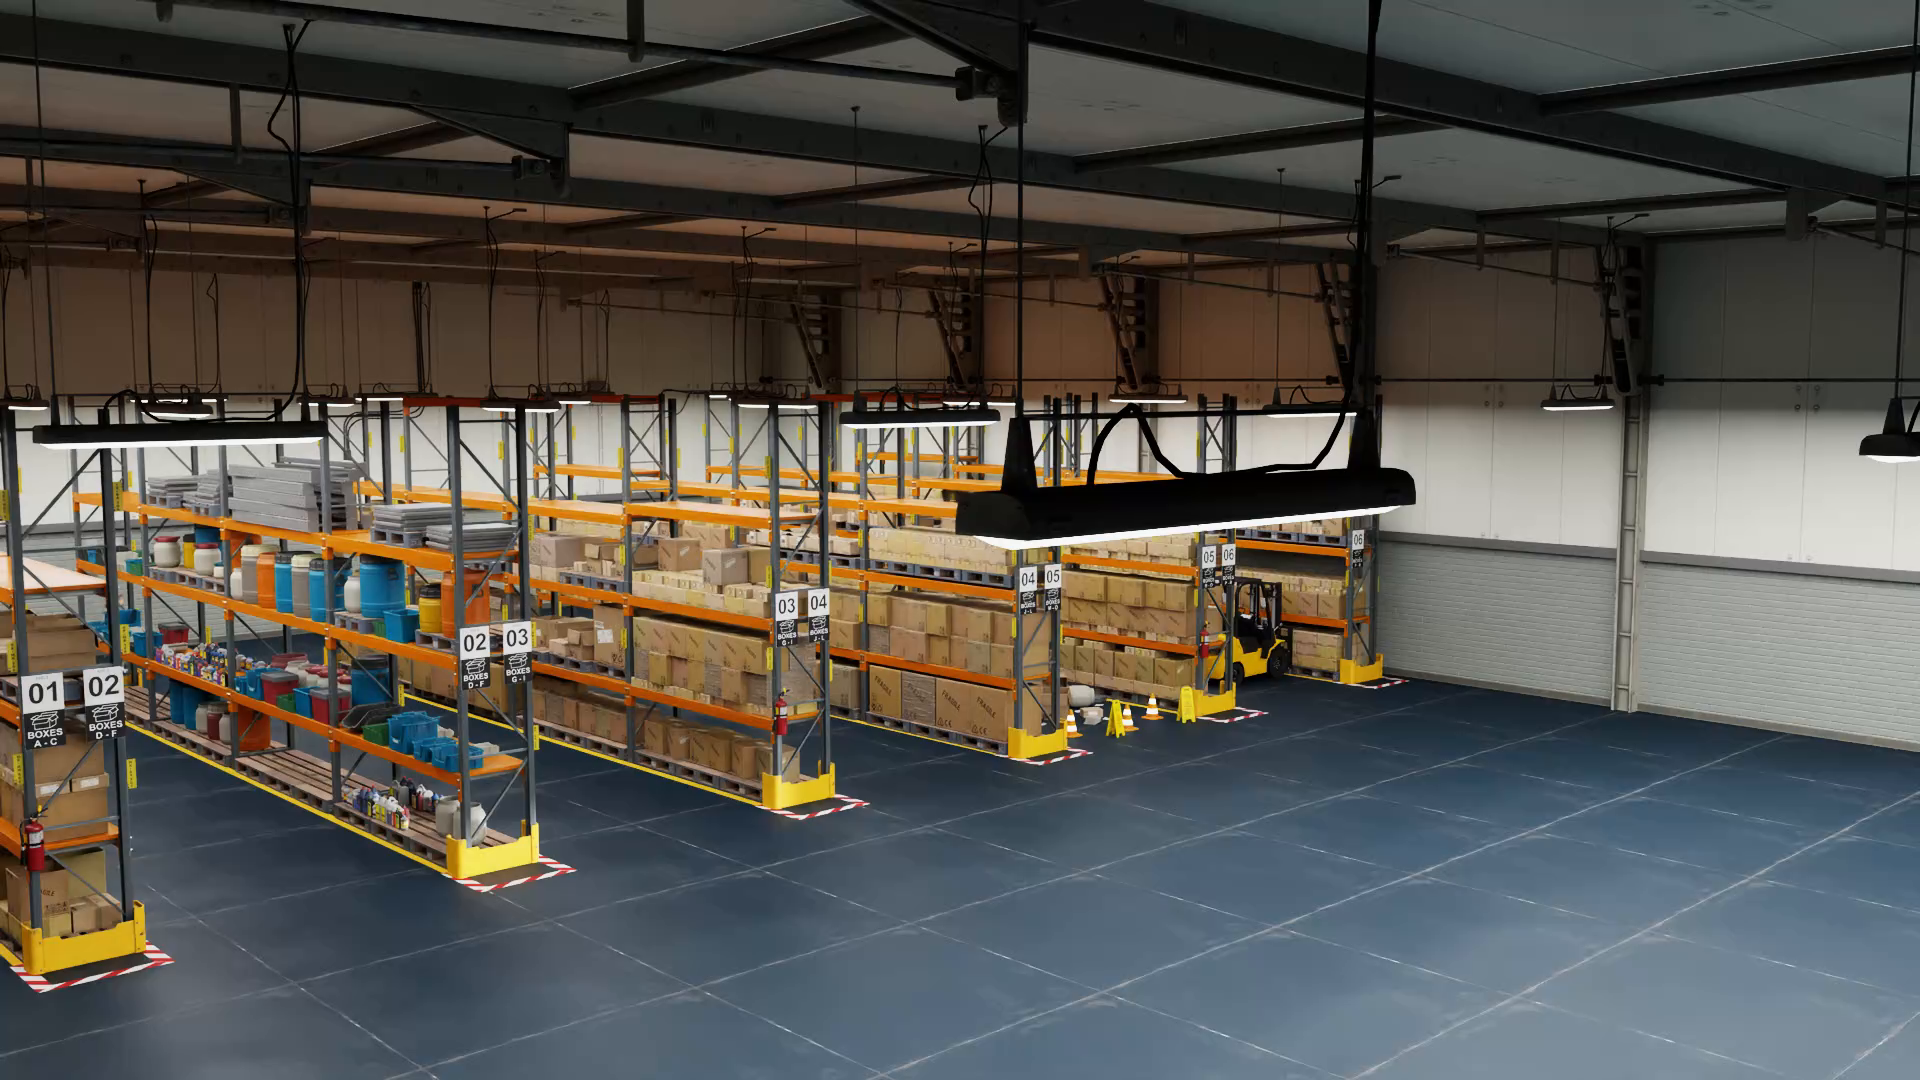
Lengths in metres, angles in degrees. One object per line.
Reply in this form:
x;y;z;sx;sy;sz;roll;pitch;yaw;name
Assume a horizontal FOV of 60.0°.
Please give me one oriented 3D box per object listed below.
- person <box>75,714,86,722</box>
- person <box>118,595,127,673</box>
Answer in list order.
-15.128;2.773;28.320;0.433;1.636;0.948;-5;7;-41;person
-18.070;2.016;35.856;0.476;1.681;0.461;-3;6;-25;person
